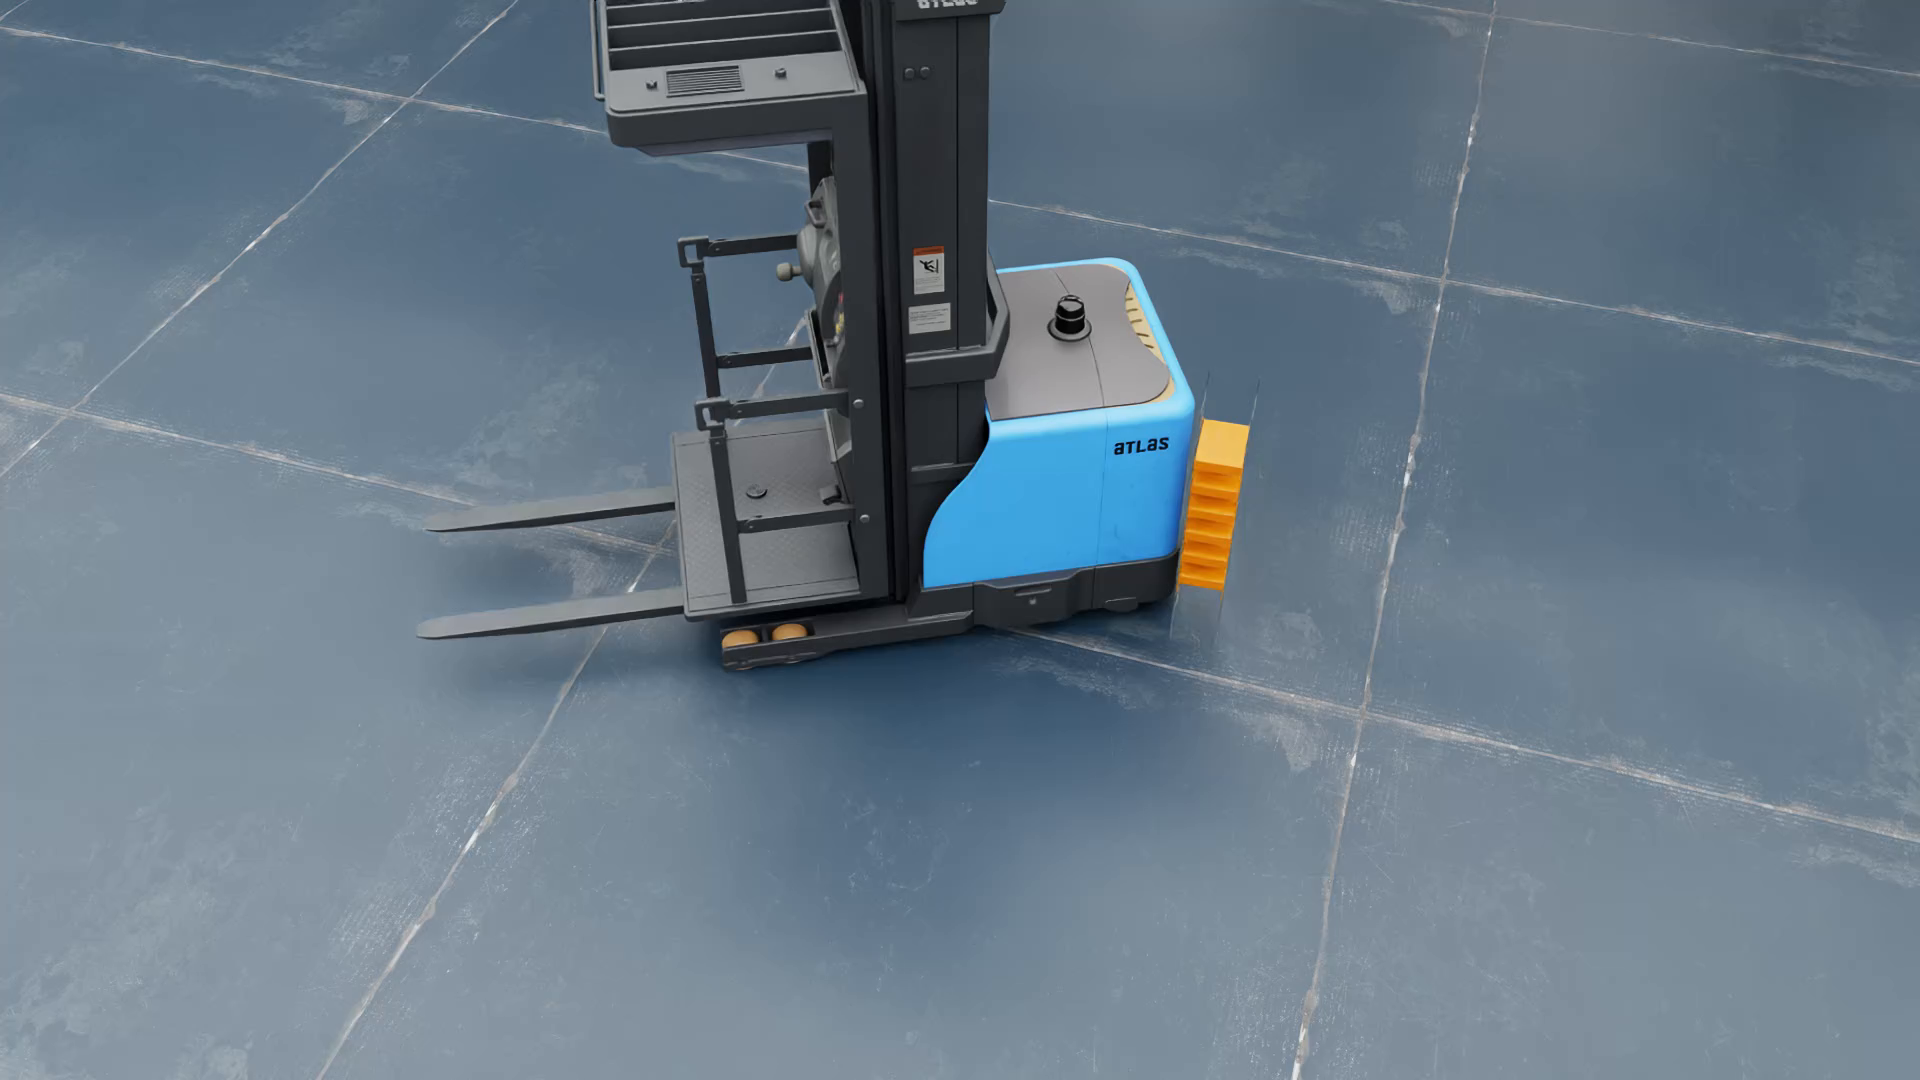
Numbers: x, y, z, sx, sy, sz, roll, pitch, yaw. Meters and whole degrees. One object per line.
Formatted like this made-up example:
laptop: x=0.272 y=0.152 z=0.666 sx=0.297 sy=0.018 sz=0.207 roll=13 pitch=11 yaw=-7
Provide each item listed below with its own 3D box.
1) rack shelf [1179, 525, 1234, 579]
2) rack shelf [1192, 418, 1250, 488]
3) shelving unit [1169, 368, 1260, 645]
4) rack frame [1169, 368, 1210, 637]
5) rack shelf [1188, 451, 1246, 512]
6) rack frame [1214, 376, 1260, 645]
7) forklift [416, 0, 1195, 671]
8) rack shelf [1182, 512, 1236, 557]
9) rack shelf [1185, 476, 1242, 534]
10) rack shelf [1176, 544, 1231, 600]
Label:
rack shelf: x=0.970 y=0.016 z=6.509 sx=0.180 sy=0.103 sz=0.258 roll=10 pitch=45 yaw=10
rack shelf: x=0.971 y=-0.327 z=6.173 sx=0.180 sy=0.103 sz=0.258 roll=10 pitch=45 yaw=10
shelving unit: x=0.970 y=-0.101 z=6.394 sx=0.189 sy=1.200 sz=0.258 roll=10 pitch=45 yaw=10
rack frame: x=0.882 y=-0.116 z=6.409 sx=0.006 sy=1.200 sz=0.240 roll=10 pitch=45 yaw=10
rack shelf: x=0.971 y=-0.241 z=6.257 sx=0.180 sy=0.103 sz=0.258 roll=10 pitch=45 yaw=10
rack frame: x=1.059 y=-0.086 z=6.379 sx=0.006 sy=1.200 sz=0.240 roll=10 pitch=45 yaw=10
forklift: x=-0.678 y=-0.932 z=6.006 sx=3.031 sy=2.935 sz=1.130 roll=-7 pitch=45 yaw=-7
rack shelf: x=0.970 y=-0.069 z=6.425 sx=0.180 sy=0.103 sz=0.258 roll=10 pitch=45 yaw=10
rack shelf: x=0.971 y=-0.155 z=6.341 sx=0.180 sy=0.103 sz=0.258 roll=10 pitch=45 yaw=10
rack shelf: x=0.970 y=0.102 z=6.593 sx=0.180 sy=0.103 sz=0.258 roll=10 pitch=45 yaw=10
